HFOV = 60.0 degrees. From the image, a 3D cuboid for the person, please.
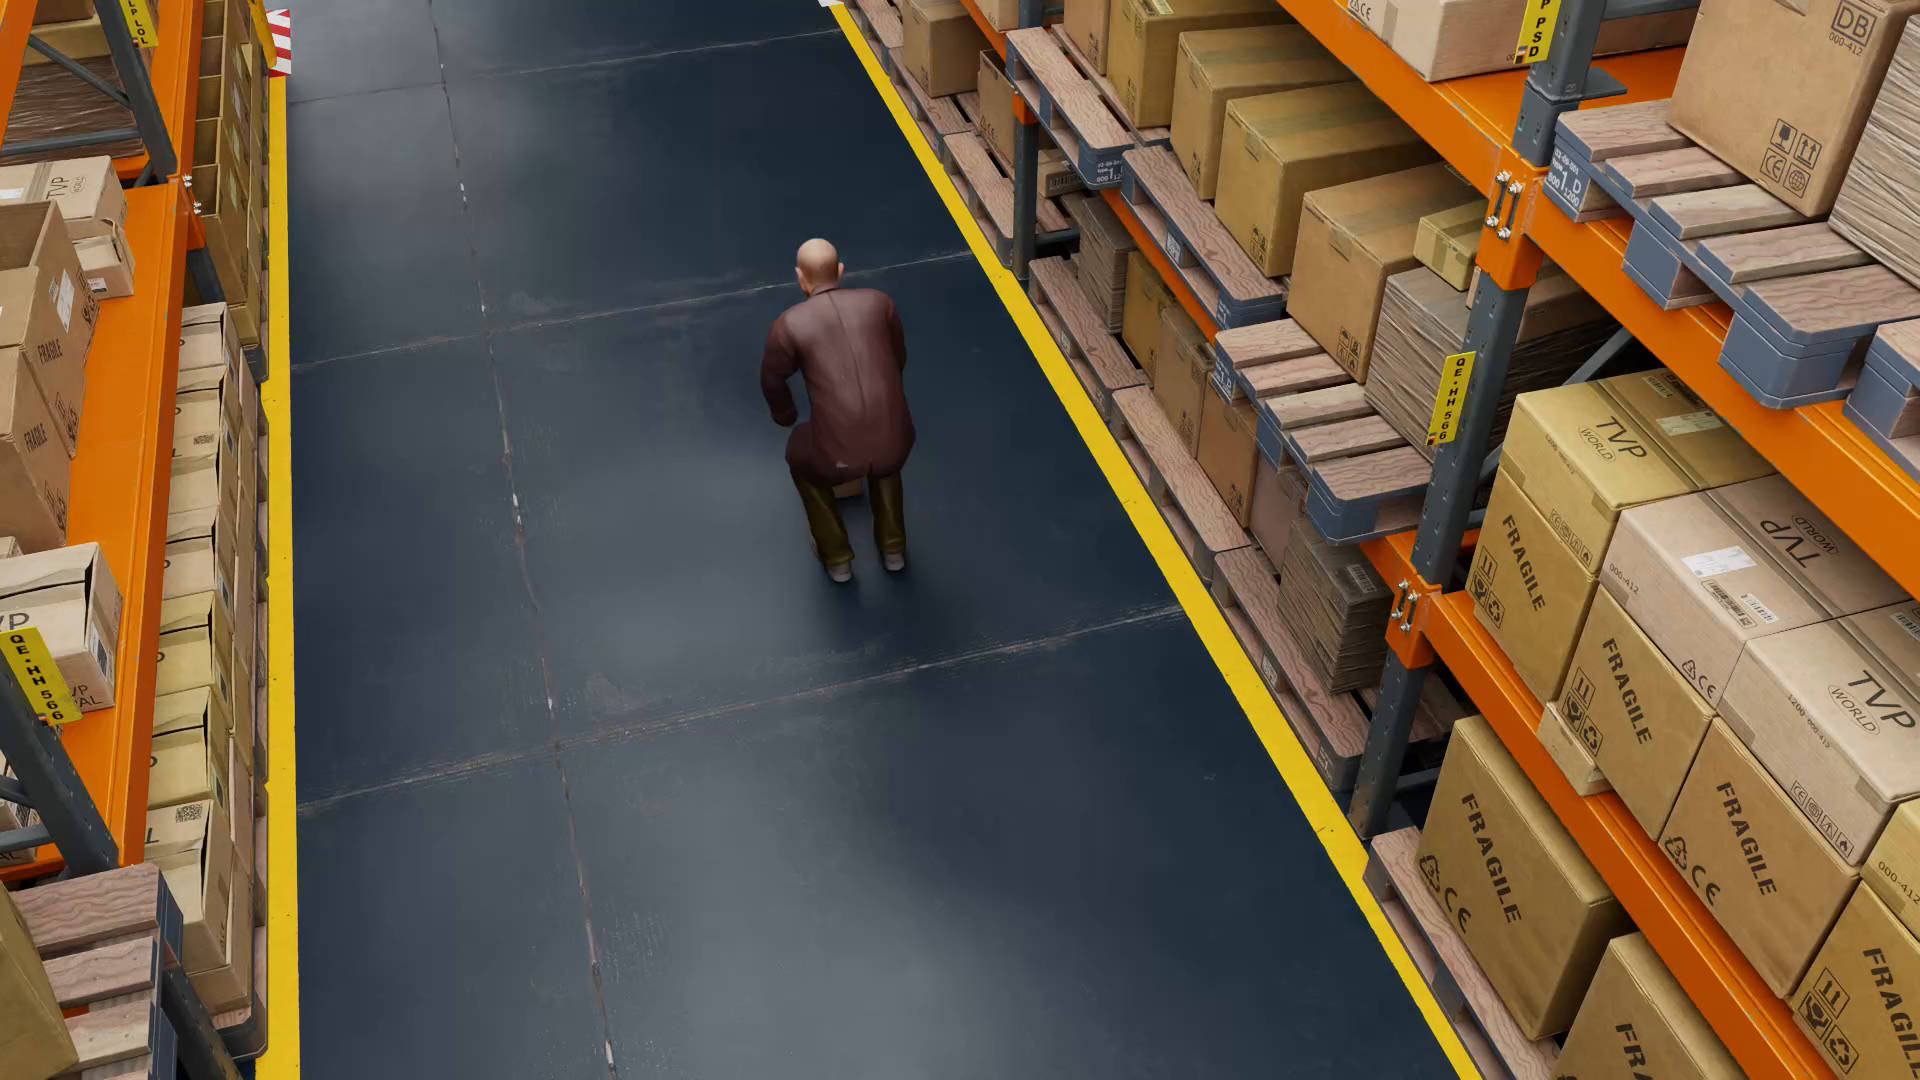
[{"bbox_3d":[-0.495,-0.516,6.974,0.630,1.420,0.701,-12,43,-13],"label":"person"}]
